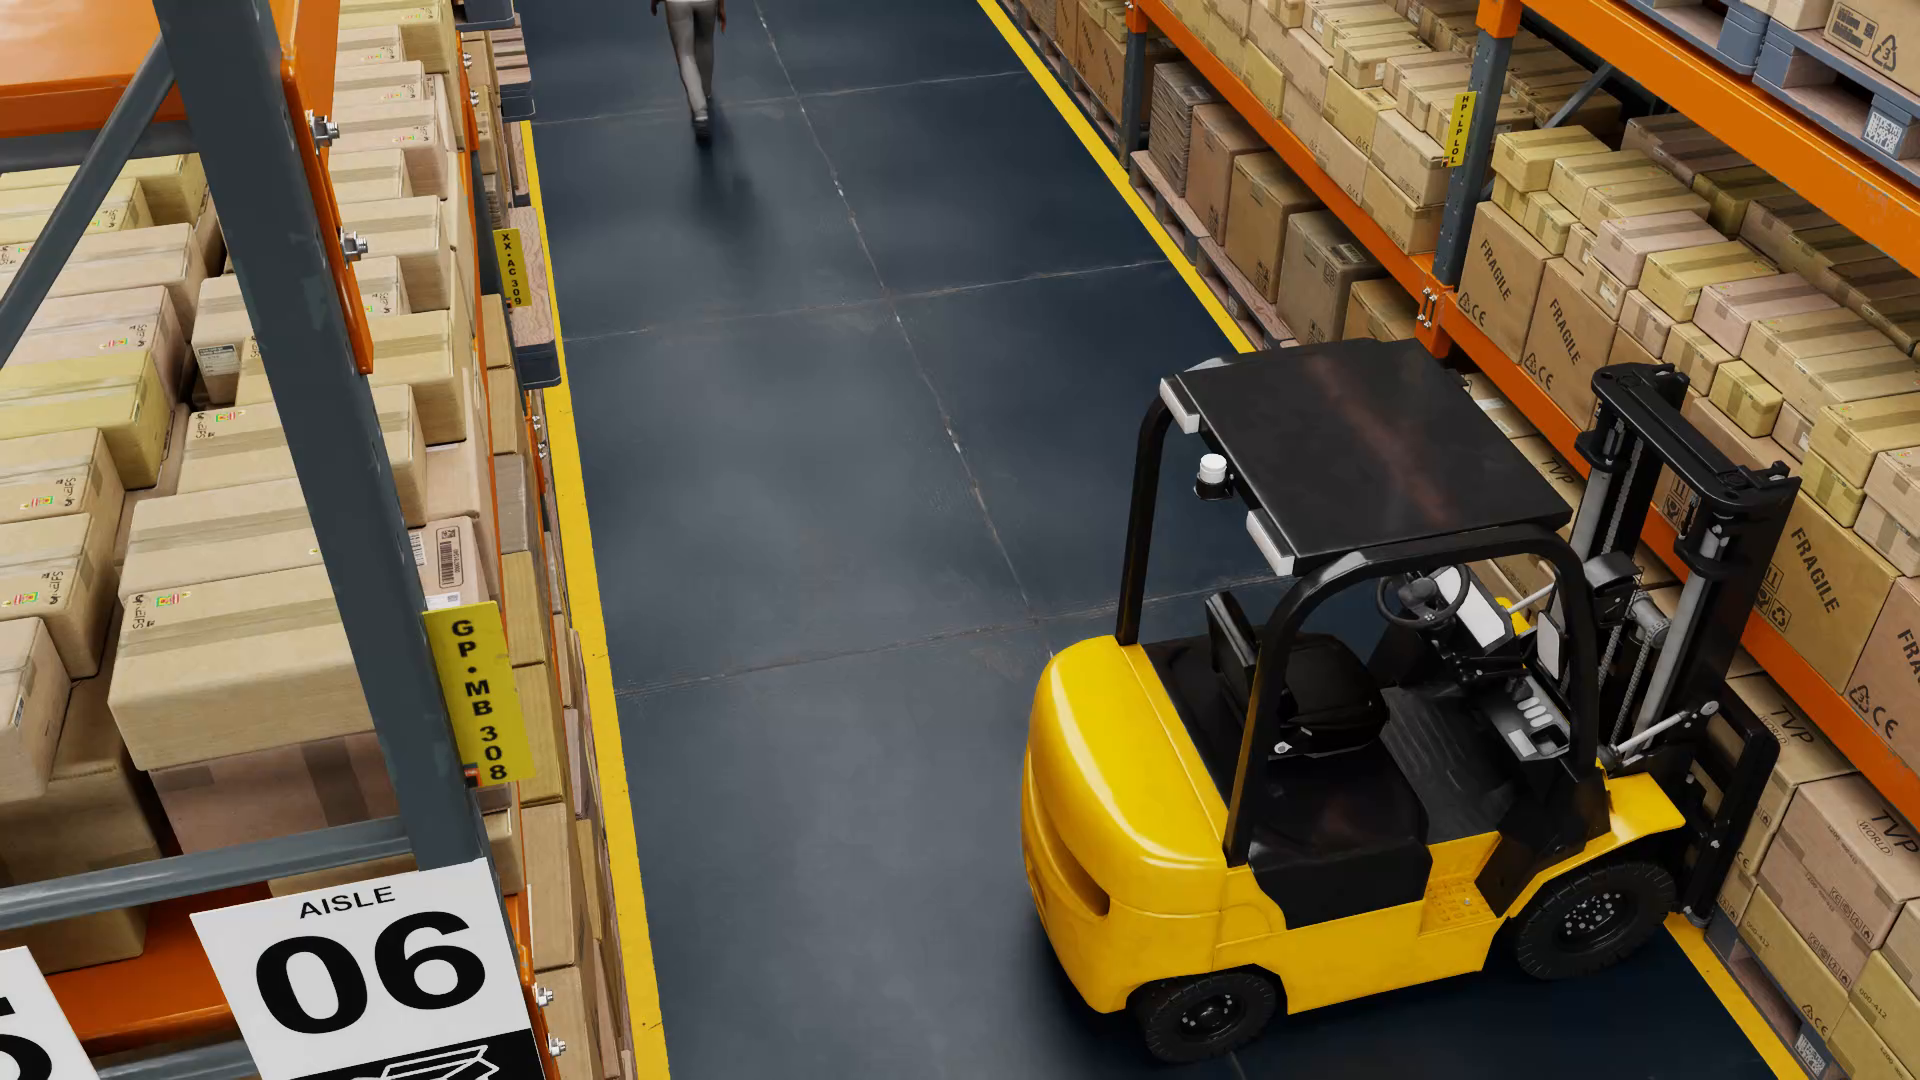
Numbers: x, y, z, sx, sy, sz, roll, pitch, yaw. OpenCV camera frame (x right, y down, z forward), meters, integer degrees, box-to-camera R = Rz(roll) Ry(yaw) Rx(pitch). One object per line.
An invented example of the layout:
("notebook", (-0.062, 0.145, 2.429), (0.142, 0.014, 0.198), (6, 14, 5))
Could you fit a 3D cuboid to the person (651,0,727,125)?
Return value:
("person", (-1.863, -3.699, 11.347), (0.476, 1.649, 0.953), (-10, 40, -13))
